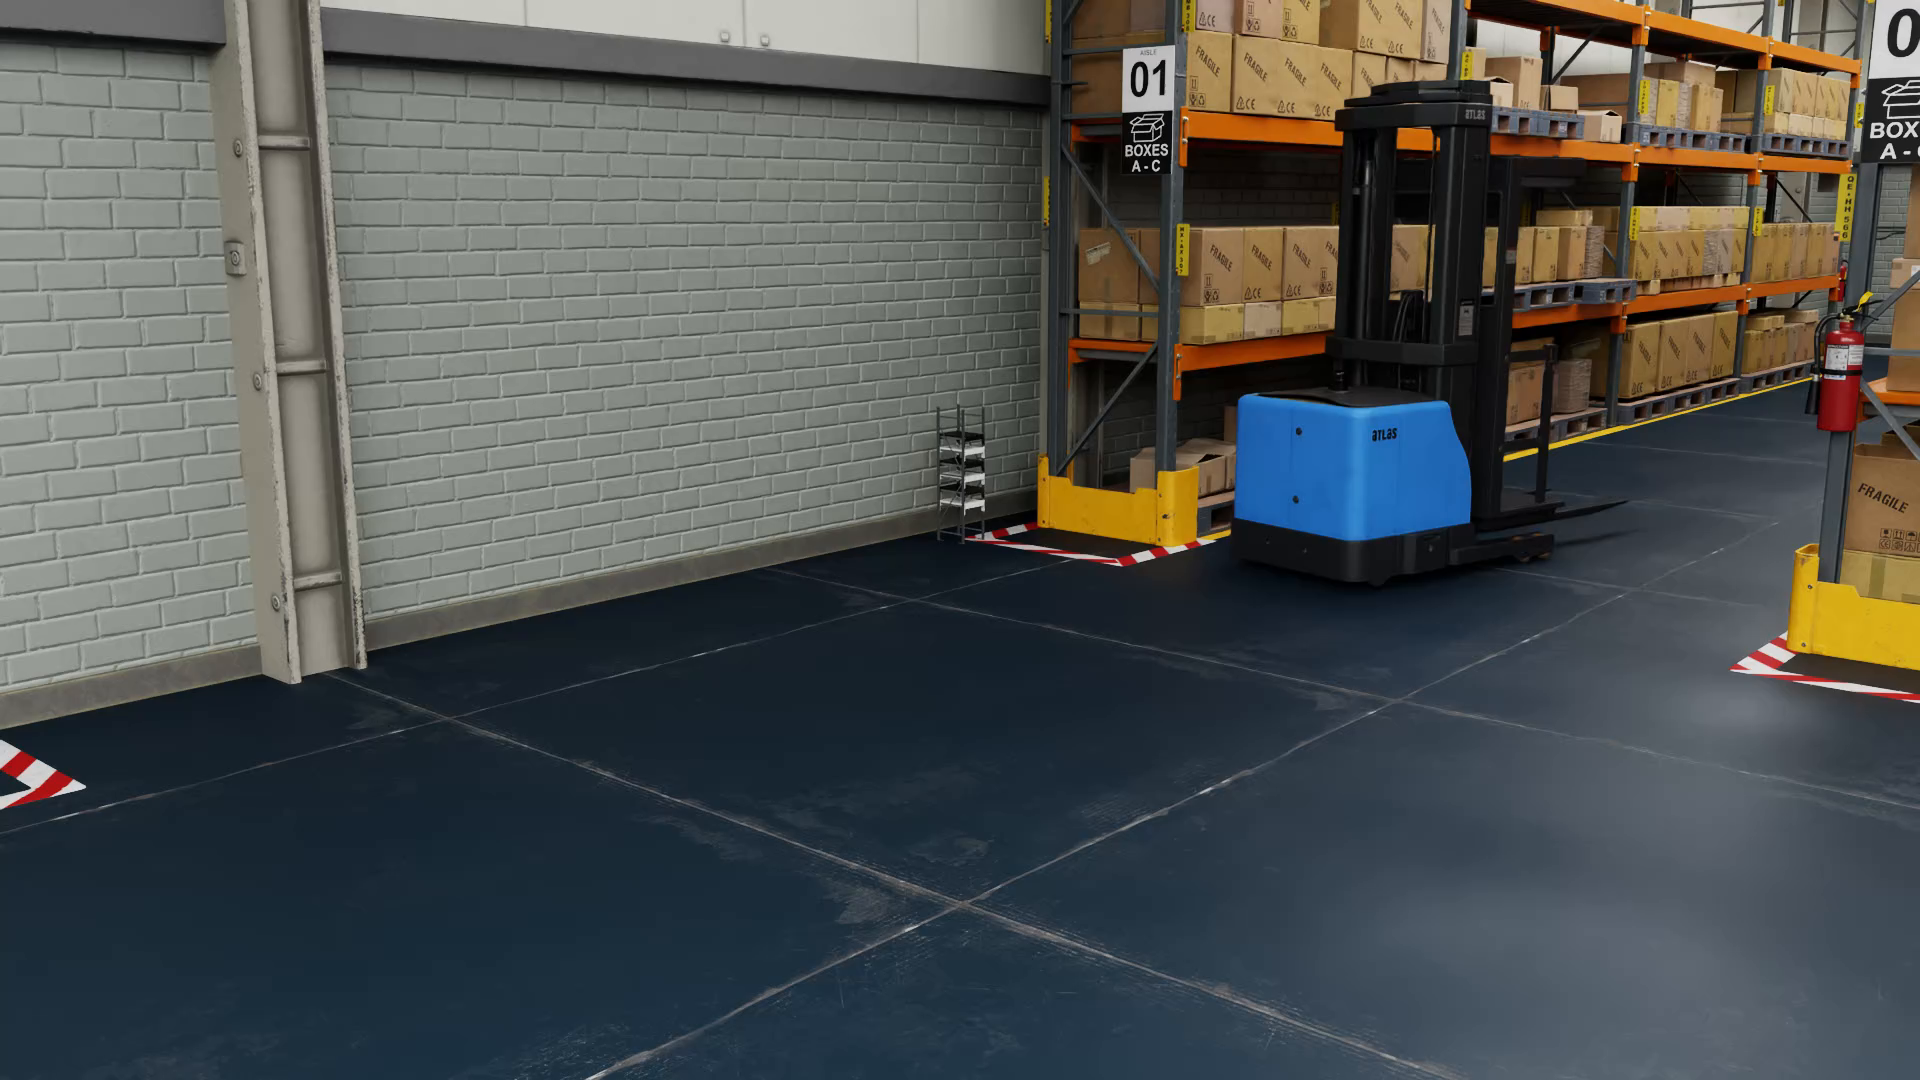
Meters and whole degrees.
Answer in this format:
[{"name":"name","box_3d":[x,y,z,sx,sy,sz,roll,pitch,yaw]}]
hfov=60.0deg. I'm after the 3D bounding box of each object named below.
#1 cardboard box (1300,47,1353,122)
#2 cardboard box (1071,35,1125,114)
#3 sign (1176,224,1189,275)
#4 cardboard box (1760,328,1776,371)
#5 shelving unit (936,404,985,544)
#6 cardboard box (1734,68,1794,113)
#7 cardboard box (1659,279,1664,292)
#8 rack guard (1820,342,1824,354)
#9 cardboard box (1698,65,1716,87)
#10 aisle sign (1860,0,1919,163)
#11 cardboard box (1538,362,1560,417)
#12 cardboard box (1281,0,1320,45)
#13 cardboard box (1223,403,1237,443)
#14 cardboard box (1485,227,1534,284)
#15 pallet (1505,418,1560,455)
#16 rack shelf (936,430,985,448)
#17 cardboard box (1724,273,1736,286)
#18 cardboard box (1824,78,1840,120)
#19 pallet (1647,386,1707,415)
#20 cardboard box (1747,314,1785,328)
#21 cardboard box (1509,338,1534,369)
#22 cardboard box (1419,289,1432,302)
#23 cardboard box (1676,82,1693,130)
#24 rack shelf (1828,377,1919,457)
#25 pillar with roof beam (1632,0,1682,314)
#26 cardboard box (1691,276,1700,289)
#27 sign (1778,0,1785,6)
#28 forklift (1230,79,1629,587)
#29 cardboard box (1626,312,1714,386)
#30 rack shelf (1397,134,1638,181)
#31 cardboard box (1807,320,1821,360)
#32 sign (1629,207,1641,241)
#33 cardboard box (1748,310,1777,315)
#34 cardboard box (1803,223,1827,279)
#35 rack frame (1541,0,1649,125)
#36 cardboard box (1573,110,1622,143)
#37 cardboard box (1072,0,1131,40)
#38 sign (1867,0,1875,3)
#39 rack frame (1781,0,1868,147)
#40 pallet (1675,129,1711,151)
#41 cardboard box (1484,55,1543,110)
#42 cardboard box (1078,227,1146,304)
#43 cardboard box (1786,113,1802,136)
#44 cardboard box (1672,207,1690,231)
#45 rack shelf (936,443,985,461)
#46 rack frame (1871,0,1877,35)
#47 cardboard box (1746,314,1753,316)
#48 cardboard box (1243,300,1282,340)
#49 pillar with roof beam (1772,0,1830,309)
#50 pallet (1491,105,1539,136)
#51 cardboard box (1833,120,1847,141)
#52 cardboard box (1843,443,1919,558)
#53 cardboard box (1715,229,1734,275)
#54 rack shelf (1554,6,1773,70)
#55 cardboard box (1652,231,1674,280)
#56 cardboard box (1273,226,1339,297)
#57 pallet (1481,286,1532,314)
[{"name":"cardboard box","box_3d":[2.485,-3.289,12.056,0.500,0.500,0.500,11,16,44]},{"name":"cardboard box","box_3d":[1.103,-3.133,11.276,0.500,0.500,0.500,-11,16,-43]},{"name":"sign","box_3d":[1.426,-1.864,10.675,0.100,0.325,0.005,10,15,40]},{"name":"cardboard box","box_3d":[9.844,-2.425,21.006,0.700,0.500,0.500,10,15,40]},{"name":"shelving unit","box_3d":[0.005,-0.442,11.129,0.258,0.900,0.210,10,15,40]},{"name":"cardboard box","box_3d":[9.620,-5.364,19.890,0.500,0.500,0.500,10,15,40]},{"name":"cardboard box","box_3d":[7.340,-2.748,17.902,0.380,0.149,0.250,10,15,42]},{"name":"rack guard","box_3d":[11.596,-2.641,23.159,1.175,0.500,0.348,10,15,40]},{"name":"cardboard box","box_3d":[8.260,-5.266,18.967,0.500,0.250,0.500,-11,16,-43]},{"name":"aisle sign","box_3d":[4.477,-2.173,7.794,0.394,0.787,0.004,10,15,40]},{"name":"cardboard box","box_3d":[5.435,-1.503,16.337,0.700,0.500,0.500,10,15,40]},{"name":"cardboard box","box_3d":[2.154,-3.699,11.555,0.500,0.500,0.500,10,15,42]},{"name":"cardboard box","box_3d":[2.440,-0.775,12.692,0.700,0.500,0.500,9,14,37]},{"name":"cardboard box","box_3d":[4.805,-2.616,15.269,0.500,0.500,0.700,-10,15,-40]},{"name":"pallet","box_3d":[4.976,-1.026,15.808,1.003,0.211,1.213,10,15,40]},{"name":"rack shelf","box_3d":[0.005,-0.675,11.082,0.258,0.077,0.200,10,15,40]},{"name":"cardboard box","box_3d":[8.780,-3.035,19.339,0.380,0.149,0.250,10,15,41]},{"name":"cardboard box","box_3d":[10.963,-5.668,21.416,0.500,0.500,0.500,10,15,42]},{"name":"pallet","box_3d":[7.681,-1.604,18.703,1.003,0.211,1.213,10,15,40]},{"name":"cardboard box","box_3d":[10.217,-2.774,21.094,0.380,0.149,0.250,9,15,39]},{"name":"cardboard box","box_3d":[5.104,-1.780,15.806,0.500,0.250,0.500,10,15,40]},{"name":"cardboard box","box_3d":[3.573,-1.925,13.525,0.500,0.250,0.500,10,15,40]},{"name":"cardboard box","box_3d":[7.578,-4.740,18.247,0.700,0.500,0.500,10,15,40]},{"name":"rack shelf","box_3d":[6.062,-0.811,9.451,1.077,0.370,4.000,10,15,40]},{"name":"pillar with roof beam","box_3d":[11.985,-5.875,17.651,9.100,9.000,0.400,10,15,40]},{"name":"cardboard box","box_3d":[8.057,-2.894,18.633,0.380,0.149,0.250,9,15,39]},{"name":"sign","box_3d":[11.167,-7.414,22.566,0.100,0.325,0.005,10,15,40]},{"name":"forklift","box_3d":[3.179,-1.370,10.587,3.031,2.935,1.130,-8,14,-35]},{"name":"cardboard box","box_3d":[8.023,-2.183,18.900,0.750,0.750,0.750,10,15,42]},{"name":"rack shelf","box_3d":[4.979,-3.510,15.307,1.077,0.370,4.000,10,15,40]},{"name":"cardboard box","box_3d":[11.193,-2.728,22.520,0.700,0.500,0.500,10,15,40]},{"name":"sign","box_3d":[6.713,-3.147,16.554,0.100,0.325,0.005,10,15,40]},{"name":"cardboard box","box_3d":[10.626,-2.979,22.120,0.380,0.149,0.250,10,15,41]},{"name":"cardboard box","box_3d":[10.779,-3.826,21.942,0.980,0.700,0.700,10,15,40]},{"name":"rack frame","box_3d":[6.299,-5.628,16.416,1.000,3.000,0.127,10,15,40]},{"name":"cardboard box","box_3d":[6.026,-3.983,16.012,0.500,0.311,0.500,10,15,40]},{"name":"cardboard box","box_3d":[1.106,-3.627,11.194,0.500,0.500,0.500,11,15,43]},{"name":"sign","box_3d":[11.978,-7.230,21.848,0.100,0.325,0.005,10,15,40]},{"name":"rack frame","box_3d":[11.580,-6.805,22.309,1.000,3.000,0.127,10,15,40]},{"name":"pallet","box_3d":[7.420,-4.331,18.063,1.003,0.211,1.213,11,16,43]},{"name":"cardboard box","box_3d":[4.893,-4.076,14.972,0.500,0.500,0.500,9,14,38]},{"name":"cardboard box","box_3d":[1.169,-1.910,11.535,0.500,0.500,0.500,10,15,40]},{"name":"cardboard box","box_3d":[9.940,-5.068,20.325,0.500,0.250,0.500,9,15,39]},{"name":"cardboard box","box_3d":[7.473,-3.446,17.824,0.500,0.250,0.500,10,15,41]},{"name":"rack shelf","box_3d":[0.005,-0.586,11.100,0.258,0.077,0.200,10,15,40]},{"name":"rack frame","box_3d":[4.741,-3.812,7.319,1.000,3.000,0.127,10,15,40]},{"name":"cardboard box","box_3d":[9.952,-2.828,21.366,0.380,0.149,0.250,10,15,41]},{"name":"cardboard box","box_3d":[1.911,-1.555,11.669,0.500,0.250,0.500,9,15,39]},{"name":"pillar with roof beam","box_3d":[15.946,-6.758,22.071,9.100,9.000,0.400,10,15,40]},{"name":"pallet","box_3d":[4.146,-3.554,14.168,1.213,0.211,1.003,10,15,40]},{"name":"cardboard box","box_3d":[11.296,-5.374,21.855,0.500,0.250,0.500,10,15,42]},{"name":"cardboard box","box_3d":[4.872,-0.212,8.649,0.500,0.500,0.500,10,15,40]},{"name":"cardboard box","box_3d":[8.495,-3.303,19.024,0.500,0.500,0.500,10,15,41]},{"name":"rack shelf","box_3d":[7.619,-5.374,17.999,1.077,0.370,4.000,10,15,40]},{"name":"cardboard box","box_3d":[7.164,-3.005,17.535,0.500,0.500,0.500,10,15,42]},{"name":"cardboard box","box_3d":[2.570,-2.069,12.329,0.500,0.500,0.500,10,15,42]},{"name":"pallet","box_3d":[4.272,-2.098,14.545,1.003,0.211,1.213,10,15,40]}]
